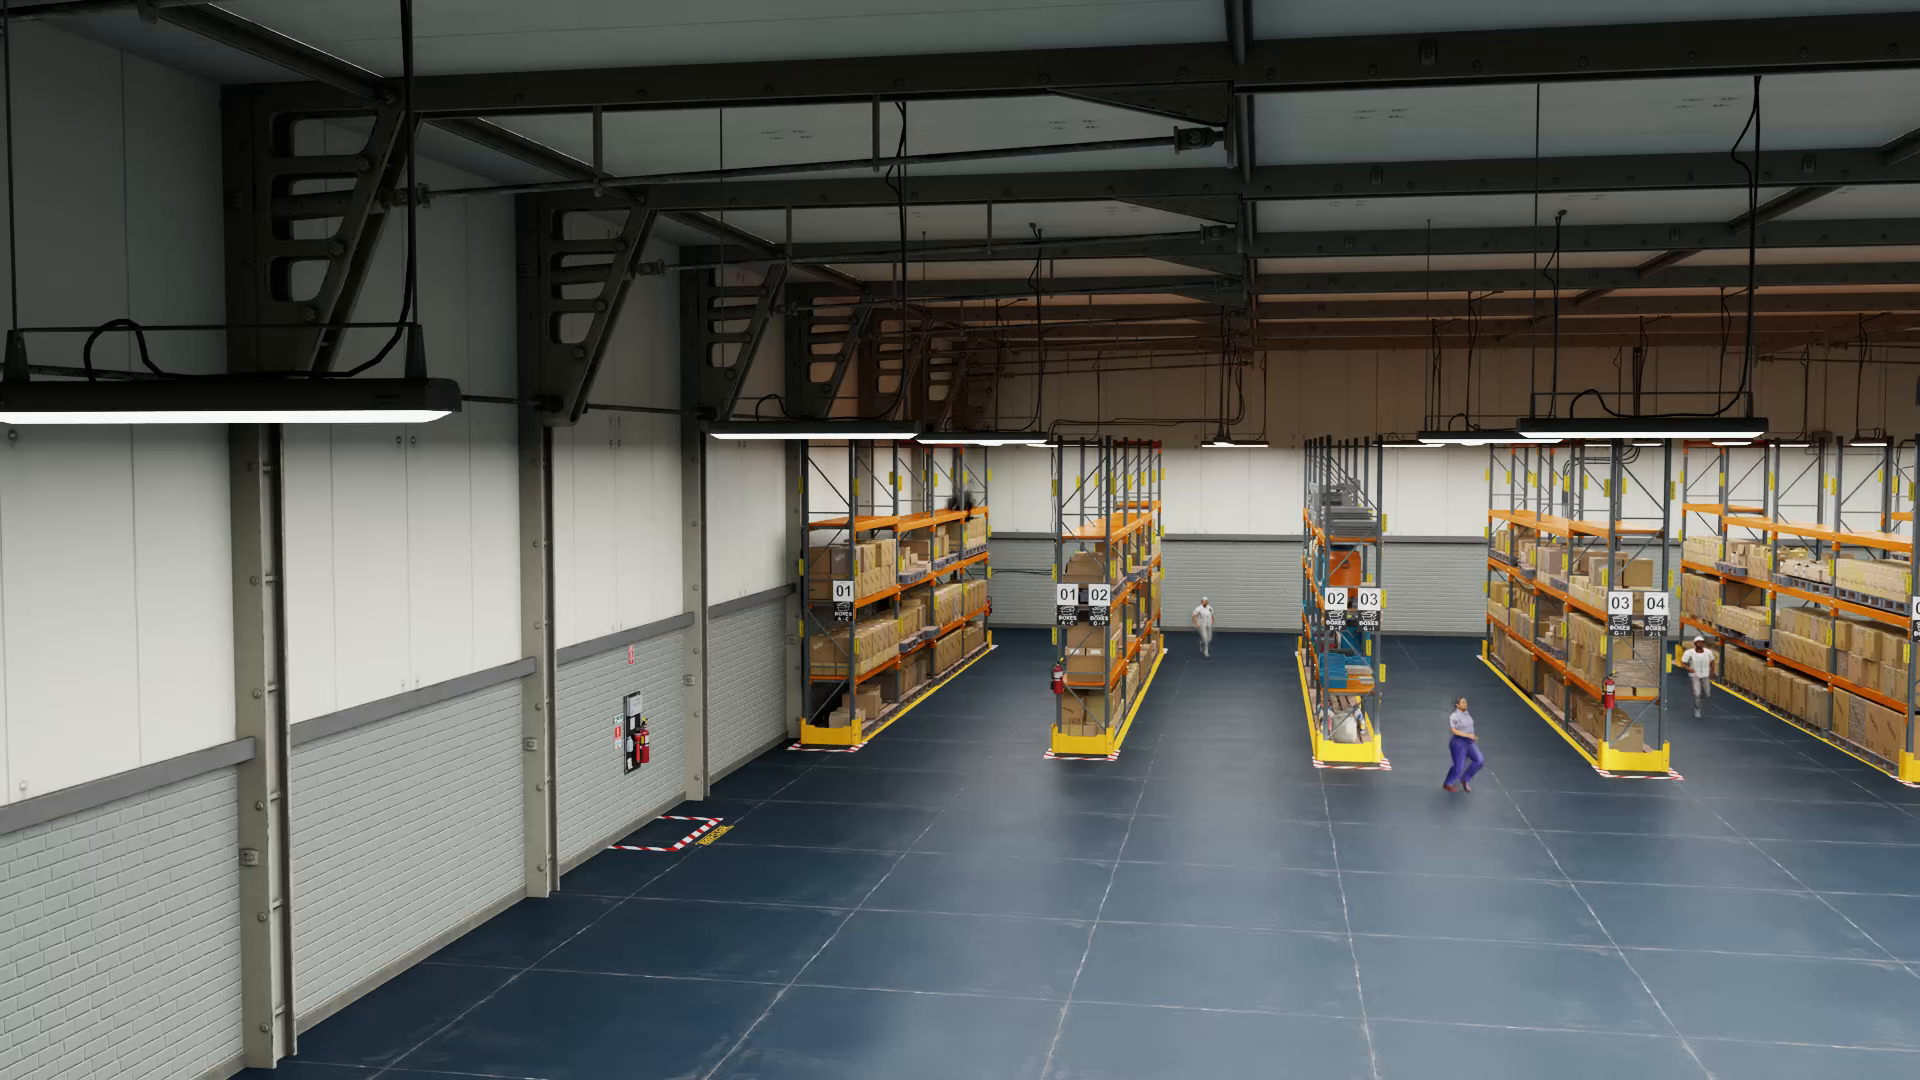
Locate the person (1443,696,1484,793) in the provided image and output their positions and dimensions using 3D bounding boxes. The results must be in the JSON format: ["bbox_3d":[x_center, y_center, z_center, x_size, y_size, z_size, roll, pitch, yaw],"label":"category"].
[{"bbox_3d":[8.398,3.419,27.761,0.614,1.632,0.653,-3,4,-41],"label":"person"}]

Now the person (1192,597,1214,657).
[{"bbox_3d":[6.800,2.412,46.374,0.608,1.645,0.657,-1,3,-20],"label":"person"}]

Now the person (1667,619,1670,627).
[{"bbox_3d":[18.988,2.452,45.339,0.753,1.640,0.632,-2,4,-38],"label":"person"}]

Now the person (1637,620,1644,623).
[{"bbox_3d":[17.863,2.465,44.036,0.706,1.792,0.887,1,3,13],"label":"person"}]

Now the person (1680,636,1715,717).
[{"bbox_3d":[15.916,2.931,35.842,0.736,1.726,0.613,0,3,5],"label":"person"}]
